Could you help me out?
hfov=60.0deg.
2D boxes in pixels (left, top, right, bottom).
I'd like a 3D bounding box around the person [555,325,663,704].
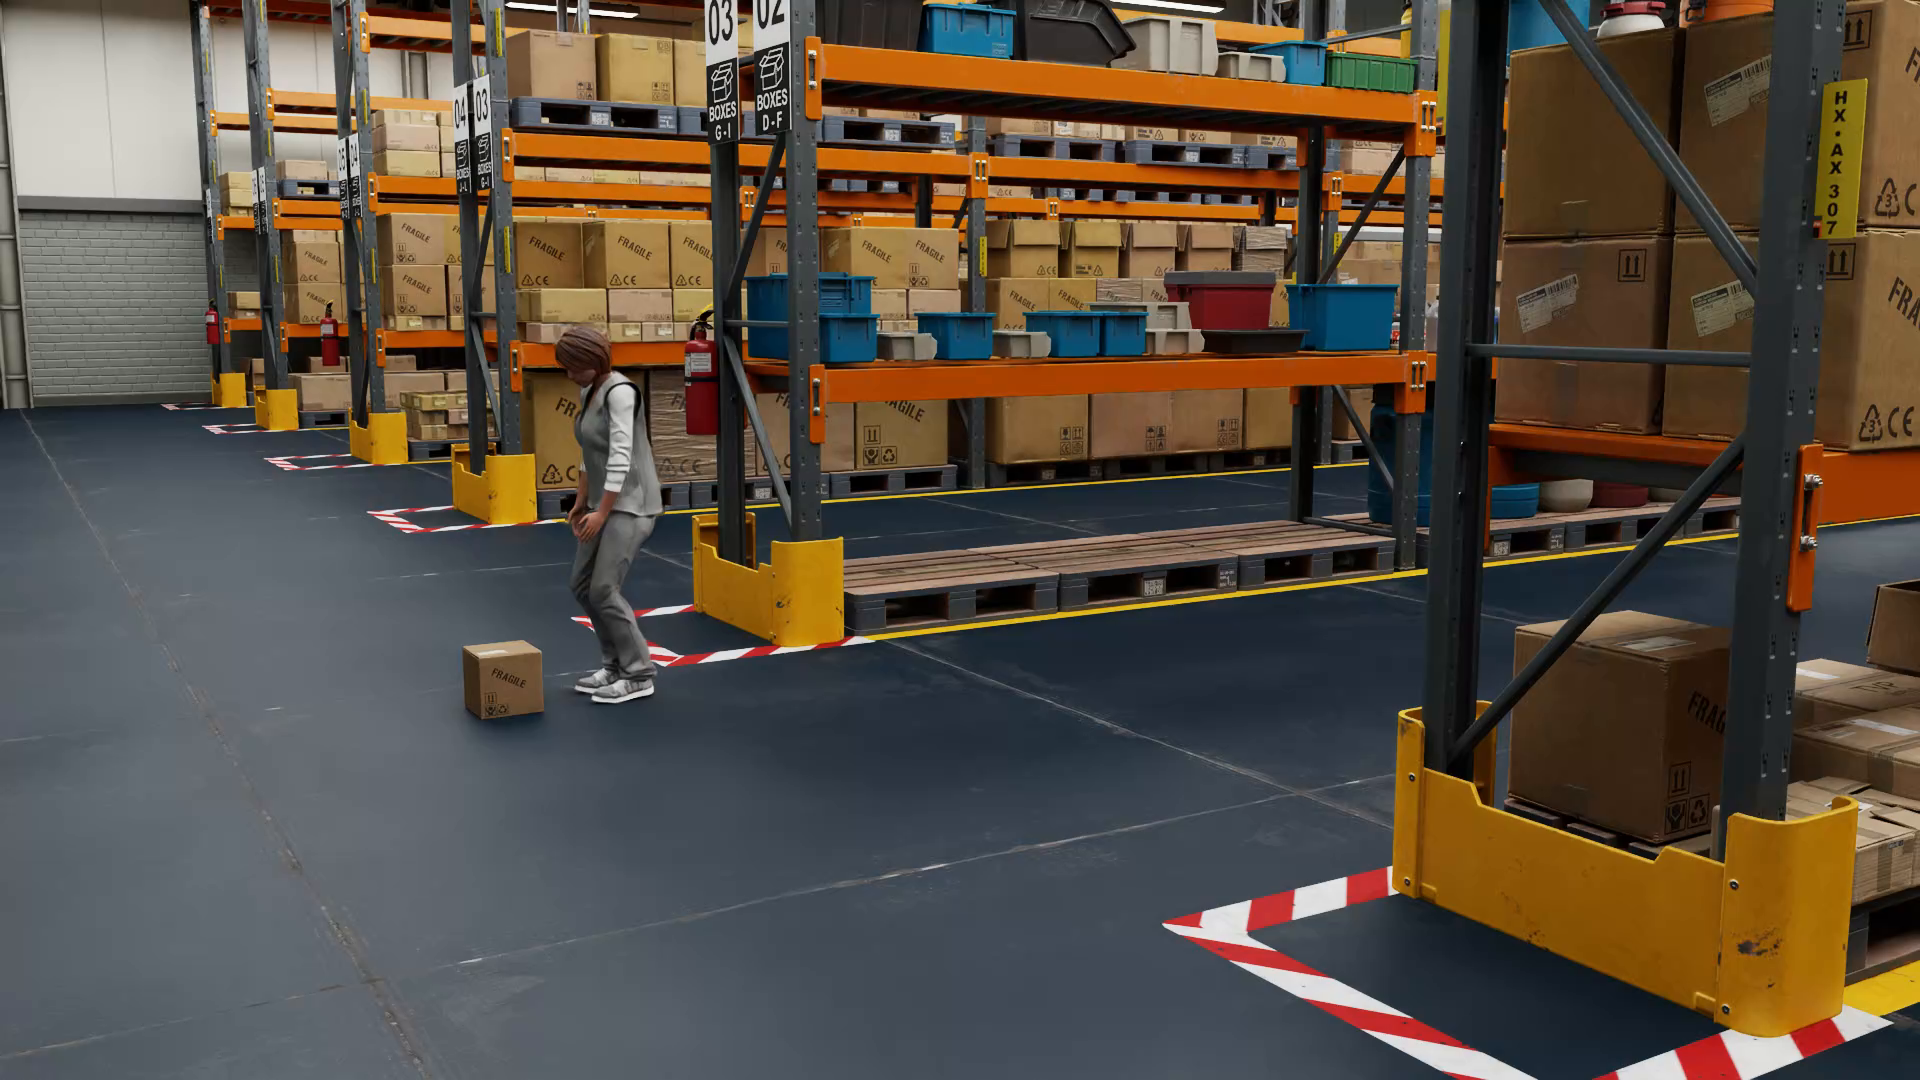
[{"bbox_3d":[-1.427,-0.104,6.813,0.417,1.538,0.433,-5,10,-29],"label":"person"}]
